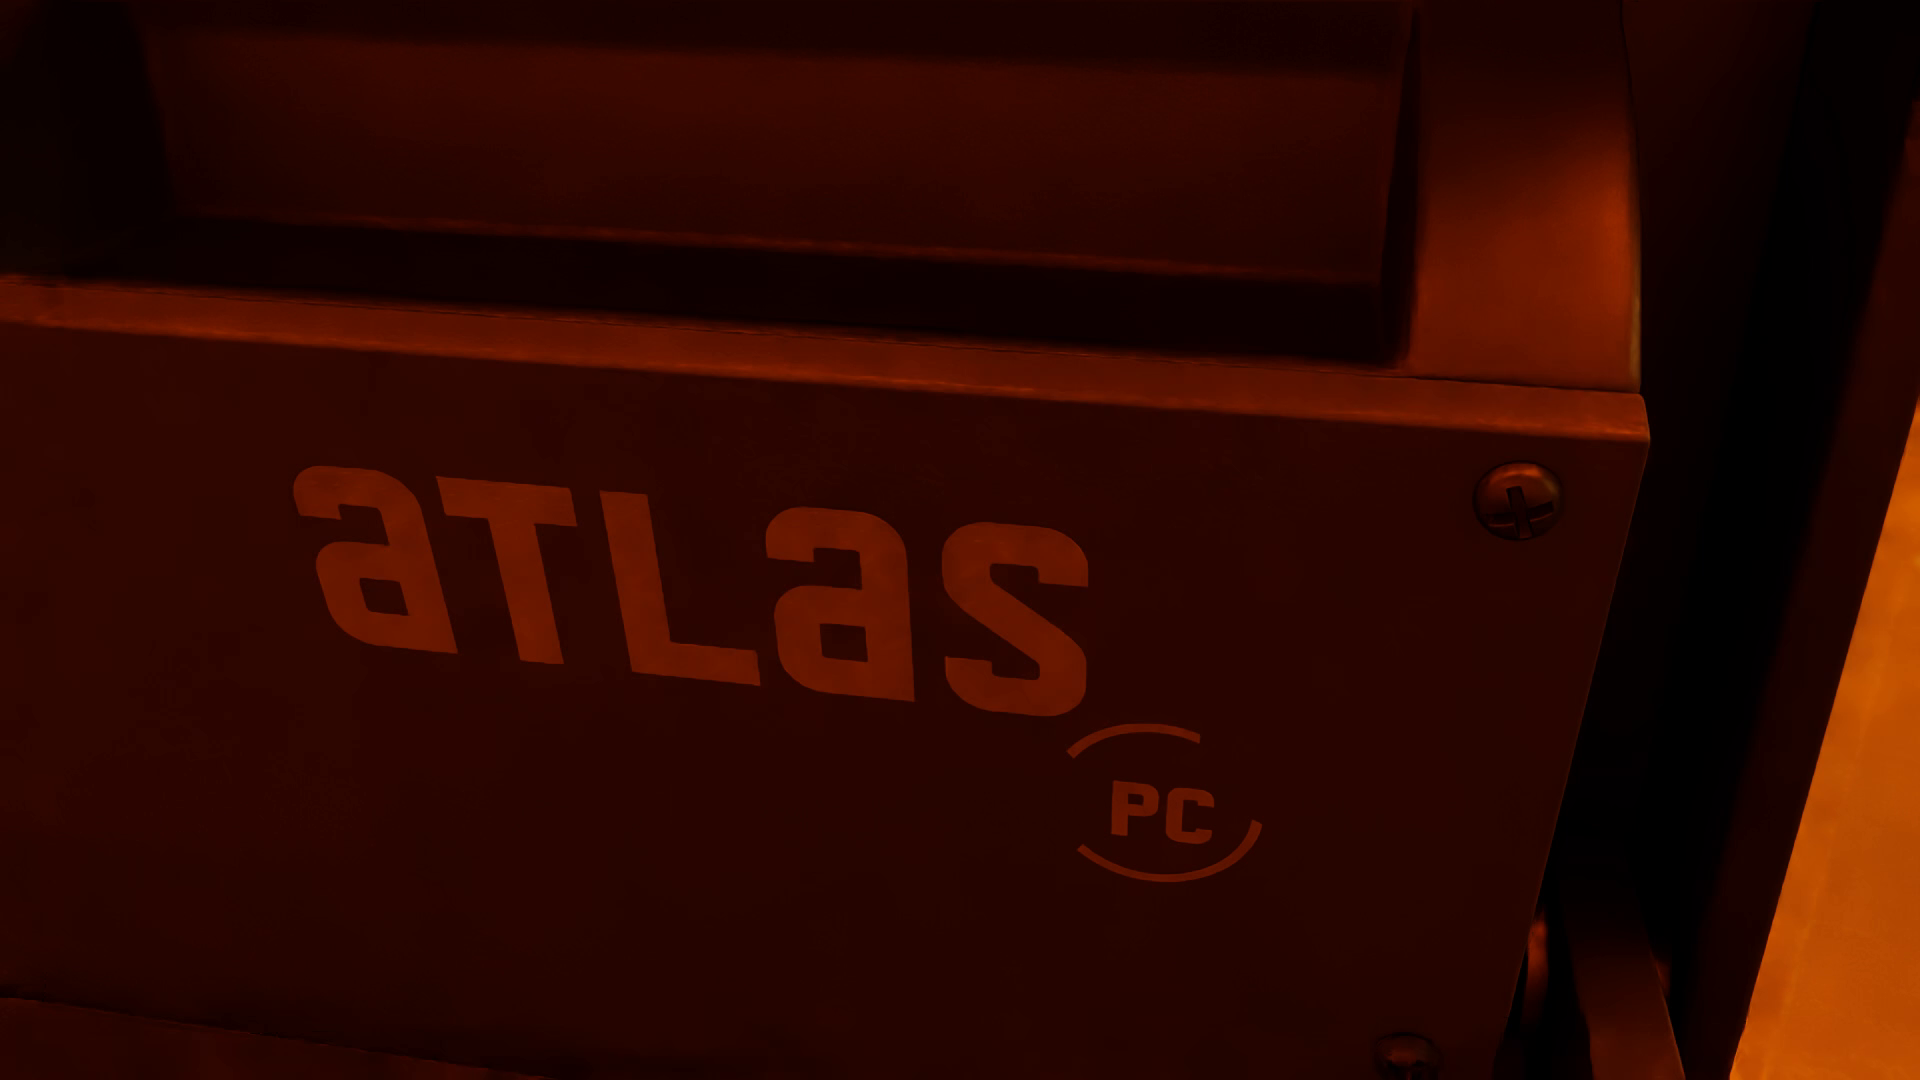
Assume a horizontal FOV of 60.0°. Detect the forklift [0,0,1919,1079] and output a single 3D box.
[{"bbox_3d":[-0.326,-0.437,0.111,1.130,2.935,3.031,5,27,10],"label":"forklift"}]
